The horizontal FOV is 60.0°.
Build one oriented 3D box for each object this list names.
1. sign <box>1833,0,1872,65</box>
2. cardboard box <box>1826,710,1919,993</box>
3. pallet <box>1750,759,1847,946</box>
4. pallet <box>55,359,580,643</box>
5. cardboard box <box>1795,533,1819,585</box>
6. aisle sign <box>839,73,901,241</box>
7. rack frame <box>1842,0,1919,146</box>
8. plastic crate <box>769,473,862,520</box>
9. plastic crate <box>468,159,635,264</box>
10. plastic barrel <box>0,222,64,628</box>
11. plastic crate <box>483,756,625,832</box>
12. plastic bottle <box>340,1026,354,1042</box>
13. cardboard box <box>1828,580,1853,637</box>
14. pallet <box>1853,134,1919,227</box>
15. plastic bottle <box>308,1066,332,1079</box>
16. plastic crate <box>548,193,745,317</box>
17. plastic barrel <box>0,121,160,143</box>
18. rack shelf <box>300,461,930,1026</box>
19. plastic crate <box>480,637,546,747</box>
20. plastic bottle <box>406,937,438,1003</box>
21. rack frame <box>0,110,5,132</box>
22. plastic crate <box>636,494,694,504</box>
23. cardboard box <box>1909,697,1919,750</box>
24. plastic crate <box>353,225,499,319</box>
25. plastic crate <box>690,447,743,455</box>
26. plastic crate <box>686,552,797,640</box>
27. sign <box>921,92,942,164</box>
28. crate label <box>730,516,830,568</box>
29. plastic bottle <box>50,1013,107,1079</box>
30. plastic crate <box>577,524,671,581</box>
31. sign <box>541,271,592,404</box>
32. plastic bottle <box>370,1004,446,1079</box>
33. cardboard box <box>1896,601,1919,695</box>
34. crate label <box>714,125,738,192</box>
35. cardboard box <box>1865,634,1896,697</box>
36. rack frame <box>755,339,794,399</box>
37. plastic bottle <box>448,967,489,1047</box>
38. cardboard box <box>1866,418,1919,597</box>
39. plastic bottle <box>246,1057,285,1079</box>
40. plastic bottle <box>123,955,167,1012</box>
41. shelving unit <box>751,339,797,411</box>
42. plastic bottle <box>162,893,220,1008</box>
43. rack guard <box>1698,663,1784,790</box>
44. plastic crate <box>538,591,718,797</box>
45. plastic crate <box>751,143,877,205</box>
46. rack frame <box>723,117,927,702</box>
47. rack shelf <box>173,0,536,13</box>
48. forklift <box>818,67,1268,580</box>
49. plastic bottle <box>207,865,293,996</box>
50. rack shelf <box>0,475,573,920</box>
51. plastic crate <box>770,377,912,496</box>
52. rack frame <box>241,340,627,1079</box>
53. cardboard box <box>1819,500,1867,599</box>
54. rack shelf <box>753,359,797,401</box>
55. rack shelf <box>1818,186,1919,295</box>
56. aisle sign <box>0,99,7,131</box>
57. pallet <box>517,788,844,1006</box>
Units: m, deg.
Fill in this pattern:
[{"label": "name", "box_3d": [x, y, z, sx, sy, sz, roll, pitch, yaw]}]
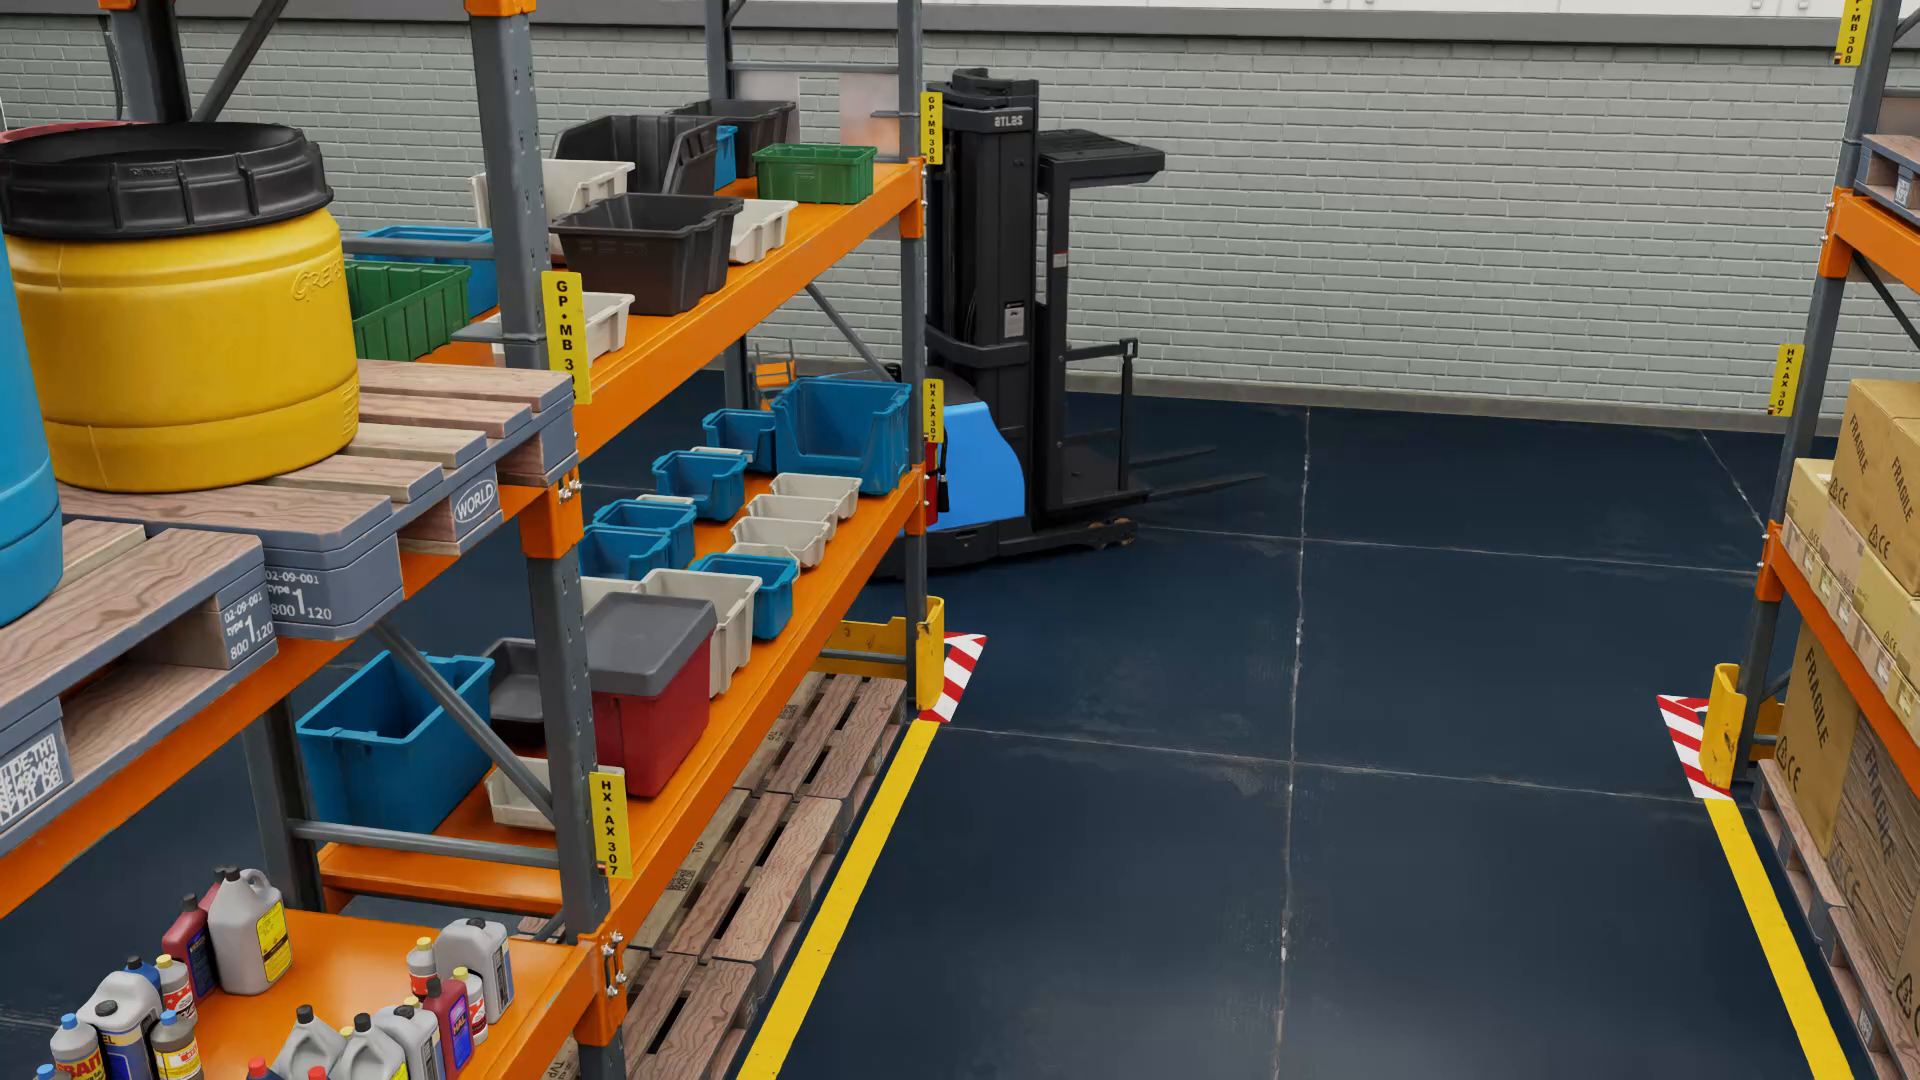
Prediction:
[{"label": "sign", "box_3d": [3.634, -2.098, 6.755, 0.100, 0.325, 0.005, 4, 22, 11]}, {"label": "cardboard box", "box_3d": [3.938, 1.144, 6.279, 0.875, 0.875, 0.875, 4, 22, 11]}, {"label": "pallet", "box_3d": [4.089, 1.372, 7.164, 1.003, 0.211, 1.213, 4, 22, 11]}, {"label": "pallet", "box_3d": [-1.553, -0.144, 3.433, 1.213, 0.211, 1.003, 4, 22, 11]}, {"label": "cardboard box", "box_3d": [3.729, 0.096, 6.937, 0.380, 0.149, 0.250, 4, 22, 10]}, {"label": "aisle sign", "box_3d": [-0.371, -1.807, 7.845, 0.394, 0.787, 0.004, 4, 22, 11]}, {"label": "rack frame", "box_3d": [4.176, -3.002, 6.263, 1.000, 3.000, 0.127, 4, 22, 11]}, {"label": "plastic crate", "box_3d": [-0.662, -0.191, 7.584, 0.396, 0.136, 0.243, 4, 22, 11]}, {"label": "plastic crate", "box_3d": [-1.427, -1.146, 5.829, 0.437, 0.282, 0.530, 4, 22, 11]}, {"label": "plastic barrel", "box_3d": [-1.688, -0.317, 2.377, 0.600, 0.901, 0.708, 4, 22, 11]}, {"label": "plastic crate", "box_3d": [-1.254, 0.801, 5.122, 0.396, 0.136, 0.243, 4, 22, 11]}, {"label": "plastic bottle", "box_3d": [-1.454, 1.258, 3.982, 0.097, 0.201, 0.097, 0, 22, 0]}, {"label": "cardboard box", "box_3d": [3.625, 0.285, 6.468, 0.380, 0.149, 0.250, 4, 22, 10]}, {"label": "pallet", "box_3d": [4.035, -1.298, 6.164, 1.003, 0.211, 1.213, 4, 22, 11]}, {"label": "plastic bottle", "box_3d": [-1.394, 1.317, 3.633, 0.144, 0.351, 0.185, 4, 22, 11]}, {"label": "plastic crate", "box_3d": [-0.967, -0.898, 5.229, 0.497, 0.269, 0.590, 4, 22, 11]}, {"label": "plastic barrel", "box_3d": [-1.842, -0.610, 3.594, 0.433, 0.535, 0.433, 0, 22, 0]}, {"label": "rack shelf", "box_3d": [-1.081, 0.468, 6.639, 1.077, 0.370, 4.000, 4, 22, 11]}, {"label": "plastic crate", "box_3d": [-1.524, 0.536, 5.796, 0.437, 0.125, 0.590, 4, 22, 11]}, {"label": "plastic bottle", "box_3d": [-1.379, 1.124, 4.313, 0.097, 0.201, 0.097, 0, 22, 0]}, {"label": "rack frame", "box_3d": [-5.521, -0.976, 9.262, 1.000, 3.000, 0.127, 4, 22, 11]}, {"label": "plastic crate", "box_3d": [-1.330, -0.078, 7.306, 0.250, 0.136, 0.298, 4, 22, 11]}, {"label": "cardboard box", "box_3d": [3.416, 0.660, 5.535, 0.380, 0.149, 0.250, 5, 22, 12]}, {"label": "plastic crate", "box_3d": [-1.616, -0.805, 5.047, 0.416, 0.233, 0.300, 4, 22, 11]}, {"label": "plastic crate", "box_3d": [-1.192, -0.326, 7.921, 0.250, 0.136, 0.298, 4, 22, 11]}, {"label": "plastic crate", "box_3d": [-0.841, 0.223, 6.428, 0.416, 0.233, 0.300, 4, 22, 11]}, {"label": "sign", "box_3d": [-0.131, -1.904, 7.691, 0.100, 0.325, 0.005, 4, 22, 11]}, {"label": "crate label", "box_3d": [-0.768, 0.018, 7.066, 0.396, 0.136, 0.243, 4, 22, 11]}, {"label": "plastic bottle", "box_3d": [-2.082, 1.240, 3.932, 0.097, 0.271, 0.097, 0, 22, 0]}, {"label": "plastic crate", "box_3d": [-1.375, 0.109, 6.711, 0.416, 0.233, 0.300, 4, 22, 11]}, {"label": "sign", "box_3d": [-0.951, -0.487, 4.021, 0.100, 0.325, 0.005, 4, 22, 11]}, {"label": "plastic bottle", "box_3d": [-1.328, 1.226, 3.961, 0.152, 0.276, 0.135, 4, 22, 11]}, {"label": "cardboard box", "box_3d": [3.507, 0.432, 5.567, 0.500, 0.250, 0.500, 4, 22, 10]}, {"label": "crate label", "box_3d": [-1.177, -1.607, 7.012, 0.408, 0.251, 0.502, 4, 22, 11]}, {"label": "cardboard box", "box_3d": [3.520, 0.472, 6.002, 0.380, 0.149, 0.250, 4, 22, 10]}, {"label": "rack frame", "box_3d": [-1.163, -0.740, 11.059, 0.240, 1.200, 0.015, -6, 22, -1]}, {"label": "plastic bottle", "box_3d": [-1.250, 1.171, 4.196, 0.097, 0.201, 0.097, 0, 22, 0]}, {"label": "cardboard box", "box_3d": [3.612, -0.108, 5.905, 0.500, 0.500, 0.500, 4, 22, 9]}, {"label": "plastic bottle", "box_3d": [-1.535, 1.306, 3.661, 0.144, 0.351, 0.185, 4, 22, 11]}, {"label": "plastic bottle", "box_3d": [-2.034, 1.155, 4.143, 0.097, 0.271, 0.097, 0, 22, 0]}, {"label": "shelving unit", "box_3d": [-1.148, -0.650, 10.833, 0.258, 1.200, 0.503, -6, 22, -1]}, {"label": "plastic bottle", "box_3d": [-2.009, 1.070, 4.337, 0.061, 0.283, 0.133, 4, 22, 11]}, {"label": "rack guard", "box_3d": [4.181, 0.931, 7.872, 1.175, 0.500, 0.348, 4, 22, 11]}, {"label": "plastic crate", "box_3d": [-1.061, 0.501, 5.429, 0.402, 0.464, 0.583, 4, 22, 11]}, {"label": "plastic crate", "box_3d": [-0.595, -1.508, 6.850, 0.450, 0.188, 0.336, 4, 22, 11]}, {"label": "rack frame", "box_3d": [-0.673, -0.597, 8.321, 1.000, 3.000, 0.127, 4, 22, 11]}, {"label": "rack shelf", "box_3d": [-1.081, -2.129, 5.593, 1.077, 0.370, 4.000, 4, 22, 11]}, {"label": "forklift", "box_3d": [0.596, -1.471, 10.583, 3.031, 2.935, 1.130, -10, 24, -23]}, {"label": "plastic bottle", "box_3d": [-1.886, 1.007, 4.403, 0.144, 0.351, 0.185, 4, 22, 11]}, {"label": "rack shelf", "box_3d": [-1.897, 0.540, 2.446, 1.077, 0.370, 4.000, 4, 22, 11]}, {"label": "plastic crate", "box_3d": [-0.558, -0.505, 7.964, 0.616, 0.435, 0.499, 4, 22, 11]}, {"label": "rack frame", "box_3d": [-1.489, 0.866, 4.689, 1.000, 3.000, 0.127, 4, 22, 11]}, {"label": "cardboard box", "box_3d": [3.714, 0.058, 6.498, 0.500, 0.250, 0.500, 4, 22, 10]}, {"label": "rack shelf", "box_3d": [-1.183, -1.012, 10.685, 0.258, 0.148, 0.480, -6, 22, -1]}, {"label": "rack shelf", "box_3d": [3.768, -0.546, 5.141, 1.077, 0.370, 4.000, 4, 22, 11]}, {"label": "aisle sign", "box_3d": [-5.207, -2.184, 8.780, 0.394, 0.787, 0.004, 4, 22, 11]}, {"label": "pallet", "box_3d": [-1.130, 1.440, 6.996, 1.003, 0.211, 1.213, 4, 22, 11]}]
